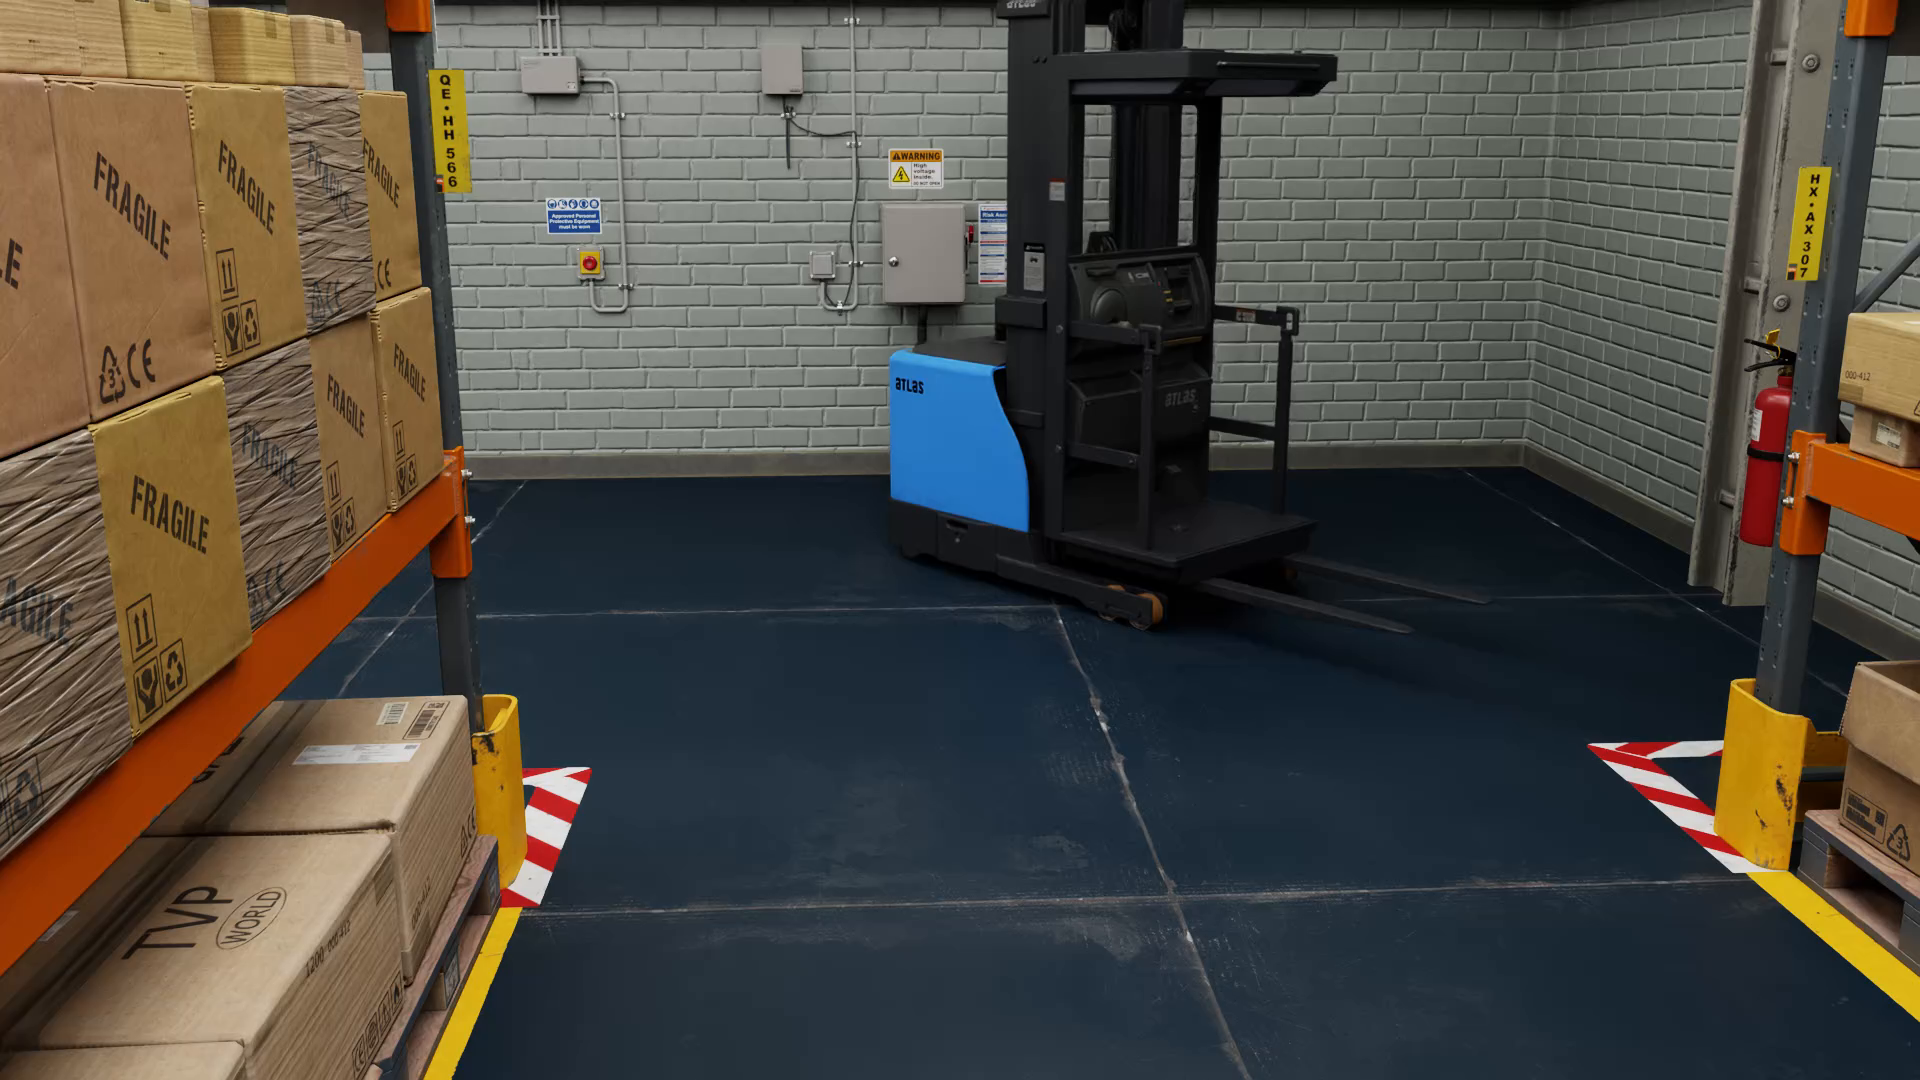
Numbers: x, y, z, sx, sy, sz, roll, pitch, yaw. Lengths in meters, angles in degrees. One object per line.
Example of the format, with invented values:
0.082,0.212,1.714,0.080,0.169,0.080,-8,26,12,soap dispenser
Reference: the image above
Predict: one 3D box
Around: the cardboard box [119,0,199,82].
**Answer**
-1.579,-0.877,2.904,0.380,0.149,0.250,-1,14,-2,cardboard box

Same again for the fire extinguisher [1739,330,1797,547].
2.549,-0.321,5.159,0.296,0.674,0.183,-1,14,-3,fire extinguisher

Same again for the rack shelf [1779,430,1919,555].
3.143,0.336,3.145,1.077,0.370,4.000,-1,14,-3,rack shelf

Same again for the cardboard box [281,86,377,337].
-1.605,-0.719,3.595,0.500,0.500,0.500,-1,14,-3,cardboard box

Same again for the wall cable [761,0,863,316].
-0.892,-2.351,10.106,0.588,1.984,0.122,-1,14,-3,wall cable

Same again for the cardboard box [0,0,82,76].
-1.523,-0.746,2.397,0.380,0.149,0.250,-1,14,-3,cardboard box

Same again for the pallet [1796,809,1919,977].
3.074,1.058,4.492,1.003,0.211,1.213,-1,14,-3,pallet

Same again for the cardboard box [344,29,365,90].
-1.712,-1.193,4.135,0.380,0.149,0.250,-1,14,-3,cardboard box

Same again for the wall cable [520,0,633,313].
-2.307,-2.342,10.006,0.585,1.953,0.123,-1,14,-3,wall cable

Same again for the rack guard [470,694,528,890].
-1.936,0.772,5.022,1.175,0.500,0.348,-1,14,-3,rack guard

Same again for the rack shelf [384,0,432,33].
-1.811,-1.039,2.470,1.077,0.370,4.000,-1,14,-3,rack shelf

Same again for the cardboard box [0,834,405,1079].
-1.729,0.995,3.438,0.875,0.438,0.875,0,14,-2,cardboard box

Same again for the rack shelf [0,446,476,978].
-1.811,0.413,2.844,1.077,0.370,4.000,-1,14,-3,rack shelf

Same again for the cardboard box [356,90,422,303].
-1.667,-0.849,4.099,0.500,0.500,0.500,0,14,-2,cardboard box

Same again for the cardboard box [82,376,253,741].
-1.538,0.016,2.743,0.500,0.500,0.500,0,14,-2,cardboard box

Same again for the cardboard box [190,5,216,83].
-1.653,-0.938,3.143,0.380,0.149,0.250,-1,14,-4,cardboard box

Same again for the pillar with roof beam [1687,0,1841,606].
-0.545,-4.033,6.643,9.100,9.000,0.400,-1,14,-3,pillar with roof beam

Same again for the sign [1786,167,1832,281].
2.478,-0.921,4.848,0.100,0.325,0.005,-1,14,-3,sign

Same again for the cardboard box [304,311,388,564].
-1.624,-0.240,3.738,0.500,0.500,0.500,-1,14,-5,cardboard box

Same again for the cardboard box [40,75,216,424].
-1.549,-0.471,2.631,0.500,0.500,0.500,-1,14,-4,cardboard box

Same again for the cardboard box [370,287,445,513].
-1.640,-0.365,4.224,0.500,0.500,0.500,-1,14,-3,cardboard box

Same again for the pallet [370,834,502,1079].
-1.807,1.116,4.267,1.003,0.211,1.213,-1,14,-3,pallet

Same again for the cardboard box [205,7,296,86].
-1.598,-1.004,3.400,0.380,0.149,0.250,-1,14,-2,cardboard box

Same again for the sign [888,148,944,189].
-0.270,-2.281,10.215,0.339,0.242,0.001,-1,14,-3,sign

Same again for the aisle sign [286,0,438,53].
-1.630,-1.714,4.452,0.394,0.787,0.004,-1,14,-3,aisle sign

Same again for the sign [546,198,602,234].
-2.359,-1.980,10.159,0.327,0.218,0.001,-1,14,-3,sign

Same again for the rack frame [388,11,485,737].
-1.935,-0.432,4.687,1.000,3.000,0.127,-1,14,-3,rack frame

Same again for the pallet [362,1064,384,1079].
-1.734,1.418,3.090,1.003,0.211,1.213,-1,14,-3,pallet

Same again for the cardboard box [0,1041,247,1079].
-1.675,1.219,2.566,0.875,0.438,0.875,-1,14,-5,cardboard box

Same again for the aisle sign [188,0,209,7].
-2.228,-1.705,4.416,0.394,0.787,0.004,-1,14,-3,aisle sign

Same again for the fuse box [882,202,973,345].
-0.202,-1.207,10.282,0.539,1.711,0.414,-1,14,-3,fuse box

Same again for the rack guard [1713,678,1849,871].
3.024,0.719,5.227,1.175,0.500,0.348,-1,14,-3,rack guard

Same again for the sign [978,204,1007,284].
0.279,-1.844,10.363,0.329,0.494,0.001,-1,14,-3,sign

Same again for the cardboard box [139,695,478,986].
-1.794,0.768,4.322,0.875,0.438,0.875,-1,14,-5,cardboard box

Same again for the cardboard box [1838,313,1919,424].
2.779,-0.464,4.516,0.500,0.250,0.500,-1,14,-3,cardboard box

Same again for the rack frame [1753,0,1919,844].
3.019,-0.510,4.989,1.000,3.000,0.127,-1,14,-3,rack frame

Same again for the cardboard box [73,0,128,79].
-1.581,-0.811,2.650,0.380,0.149,0.250,0,14,-2,cardboard box

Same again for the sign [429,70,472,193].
-1.392,-1.113,4.533,0.100,0.325,0.005,-1,14,-3,sign

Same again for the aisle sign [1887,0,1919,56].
2.722,-1.781,4.713,0.394,0.787,0.004,-1,14,-3,aisle sign

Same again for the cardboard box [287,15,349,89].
-1.573,-1.067,3.646,0.380,0.149,0.250,-1,14,-4,cardboard box

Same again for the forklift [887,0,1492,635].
1.000,-1.160,7.653,1.130,2.935,3.031,-13,20,-42,forklift

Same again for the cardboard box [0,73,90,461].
-1.520,-0.346,2.143,0.500,0.500,0.500,-1,14,-2,cardboard box

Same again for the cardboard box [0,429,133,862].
-1.506,0.144,2.245,0.500,0.500,0.500,-1,14,-3,cardboard box

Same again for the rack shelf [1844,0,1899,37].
3.143,-1.117,2.771,1.077,0.370,4.000,-1,14,-3,rack shelf

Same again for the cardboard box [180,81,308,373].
-1.578,-0.596,3.117,0.500,0.500,0.500,-1,14,-4,cardboard box

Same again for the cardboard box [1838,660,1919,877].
2.963,0.649,4.651,0.797,0.503,0.637,-1,15,-6,cardboard box

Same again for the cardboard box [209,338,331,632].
-1.583,-0.112,3.242,0.500,0.500,0.500,0,14,-2,cardboard box

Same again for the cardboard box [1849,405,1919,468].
2.766,-0.302,4.686,0.380,0.149,0.250,-1,14,-4,cardboard box
